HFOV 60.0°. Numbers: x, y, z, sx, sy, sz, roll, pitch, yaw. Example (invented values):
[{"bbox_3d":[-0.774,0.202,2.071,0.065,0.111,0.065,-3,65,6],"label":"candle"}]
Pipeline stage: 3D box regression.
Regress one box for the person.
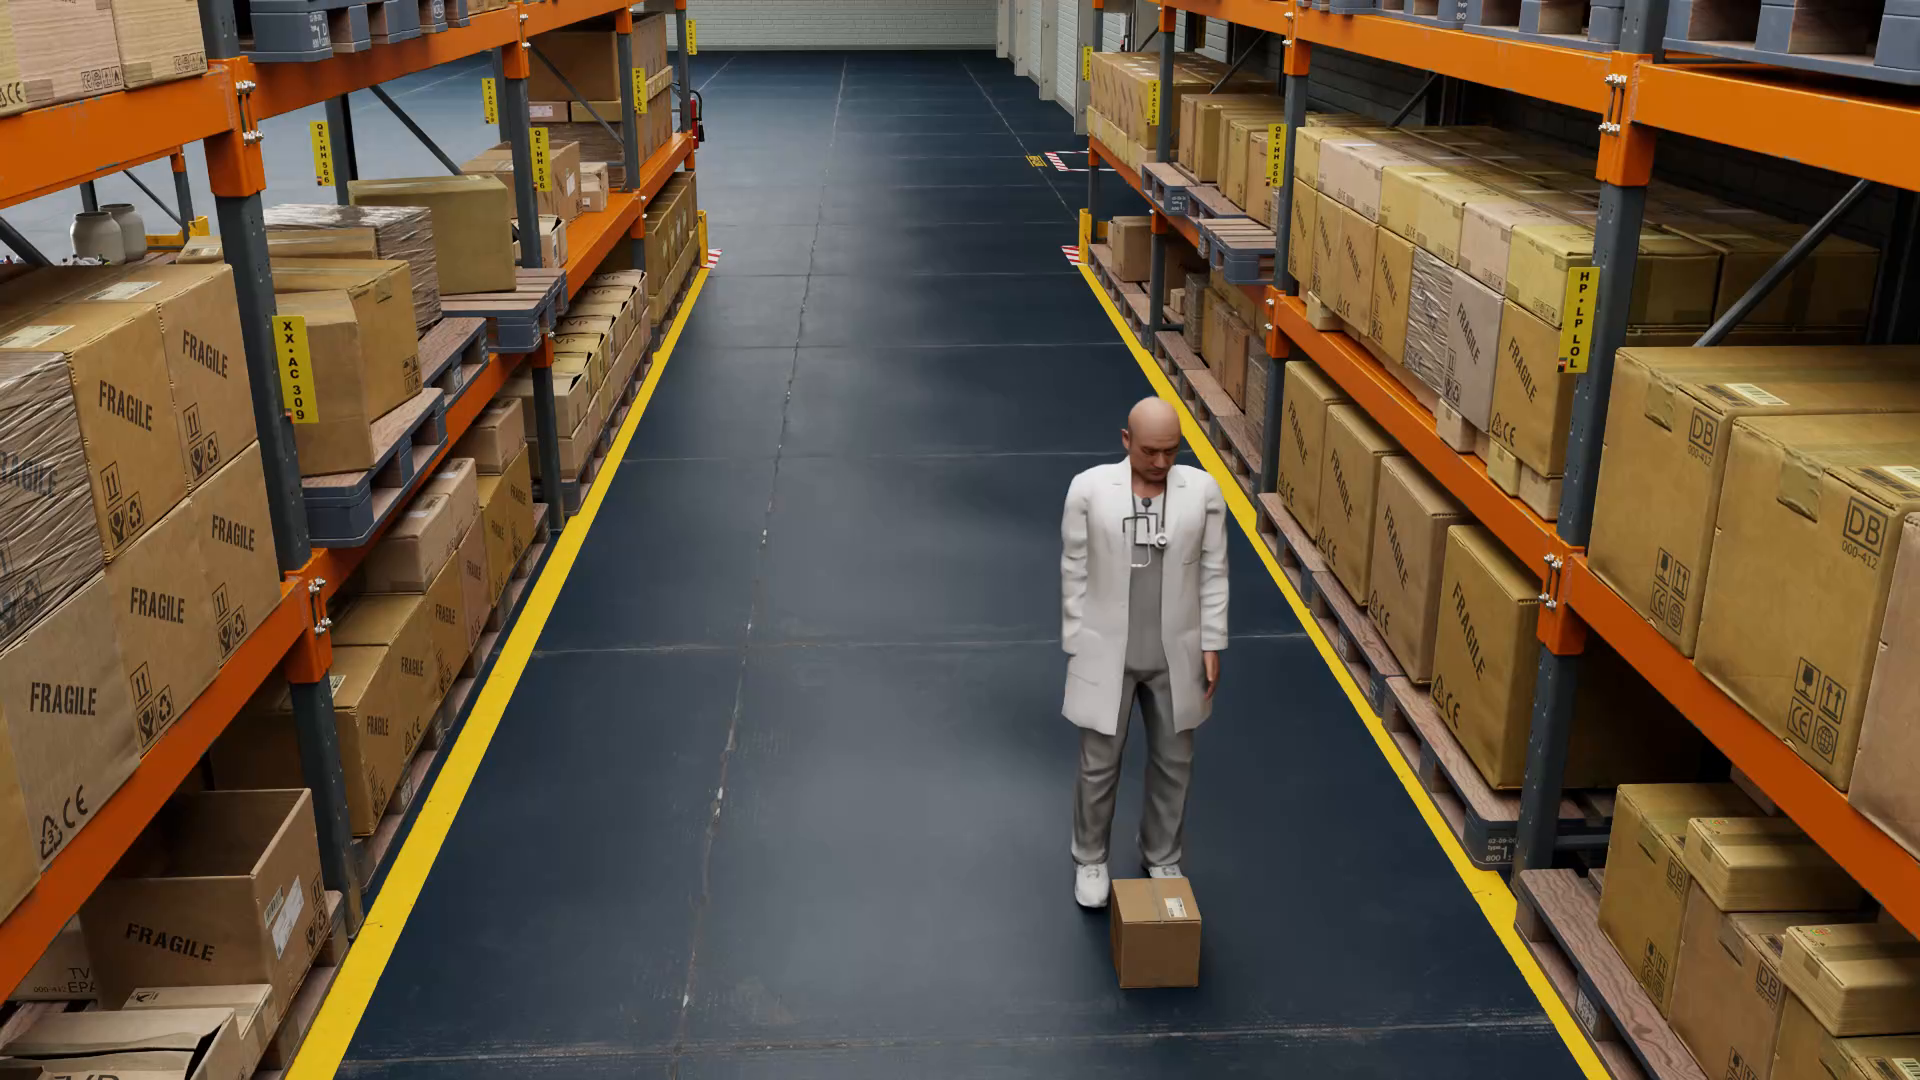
[{"bbox_3d":[0.616,0.386,5.562,0.563,1.774,0.380,-1,20,-2],"label":"person"}]
